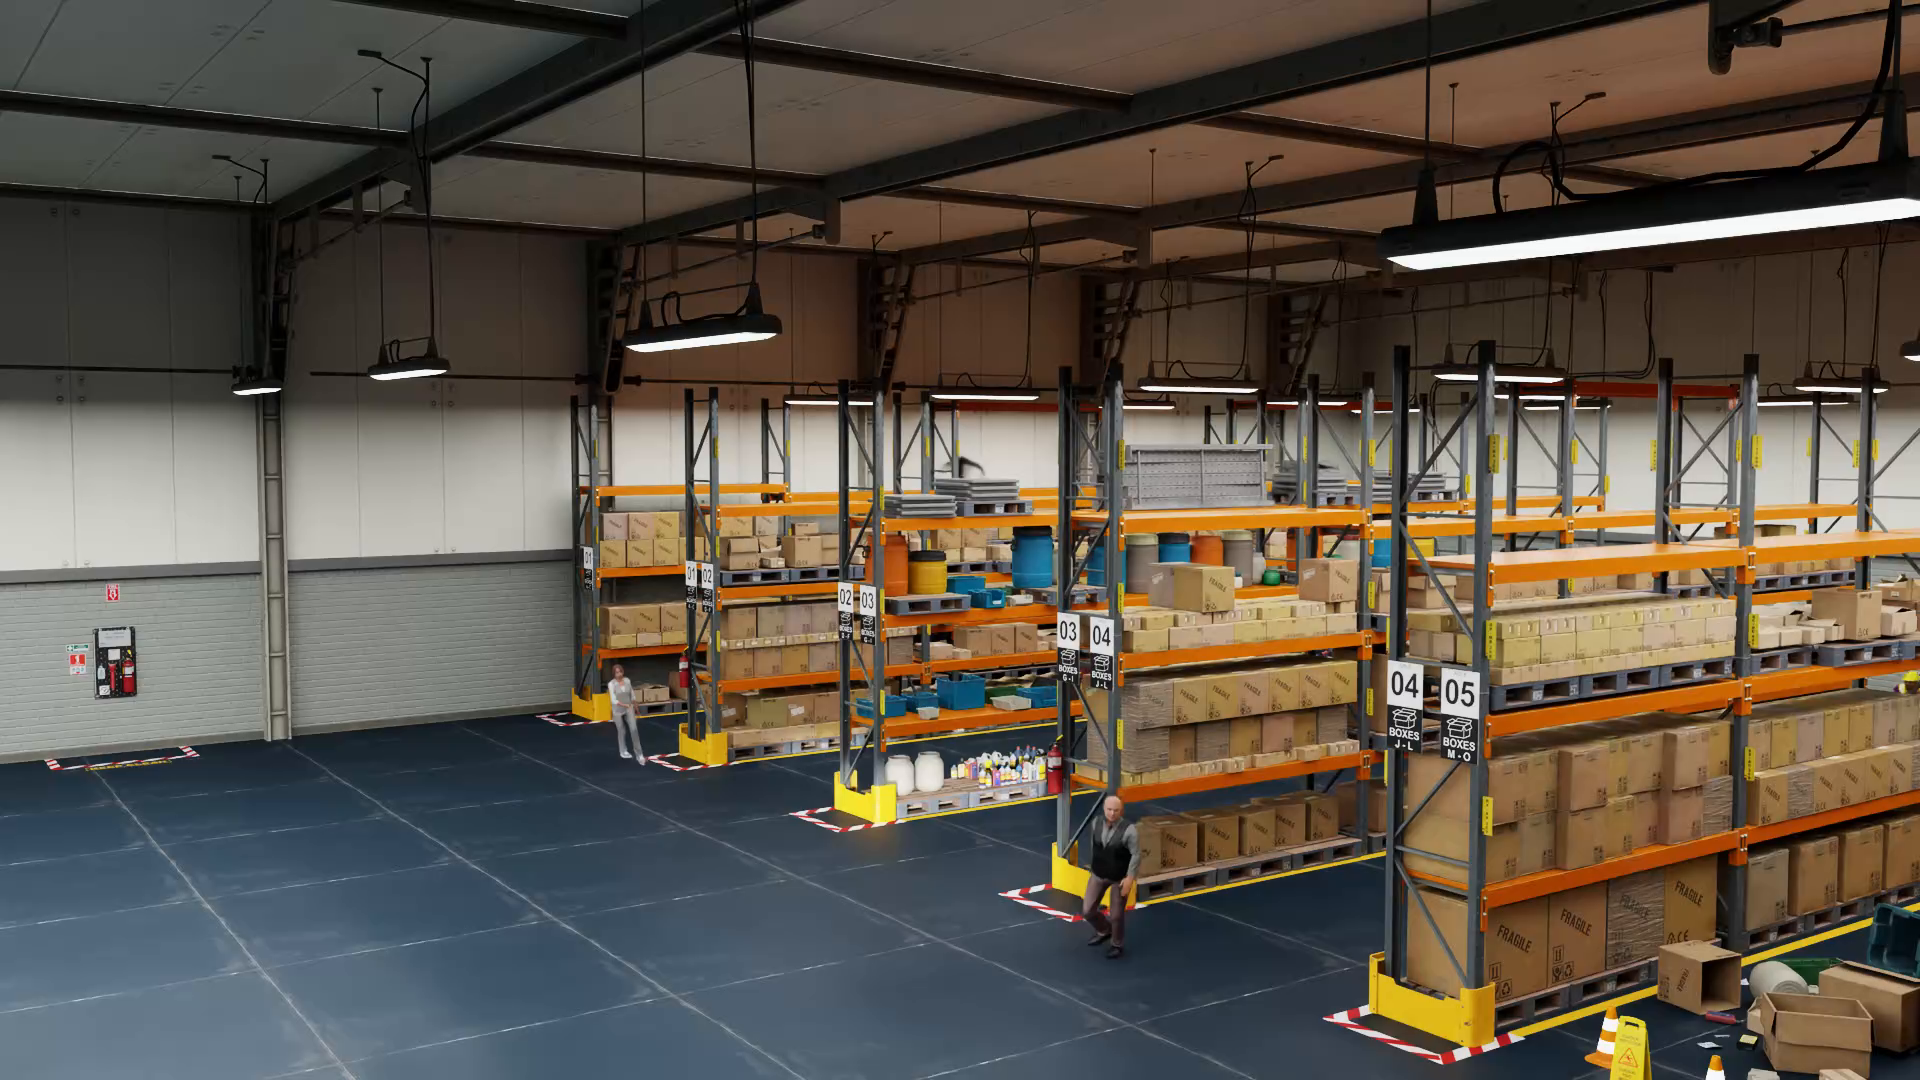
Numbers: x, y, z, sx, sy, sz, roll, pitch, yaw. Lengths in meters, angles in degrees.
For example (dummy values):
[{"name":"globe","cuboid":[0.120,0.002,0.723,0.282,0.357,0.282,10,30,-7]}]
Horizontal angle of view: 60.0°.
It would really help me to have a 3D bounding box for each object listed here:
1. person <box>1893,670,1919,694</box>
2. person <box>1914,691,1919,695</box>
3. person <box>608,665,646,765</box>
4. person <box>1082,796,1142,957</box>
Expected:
[{"name":"person","cuboid":[14.639,2.813,25.386,0.746,1.715,1.047,3,5,44]},{"name":"person","cuboid":[13.714,2.938,23.693,0.733,1.572,0.590,-1,4,-19]},{"name":"person","cuboid":[-5.348,2.765,26.528,0.528,1.584,0.711,-2,4,-29]},{"name":"person","cuboid":[1.515,3.334,16.453,0.654,1.675,0.664,2,4,26]}]
